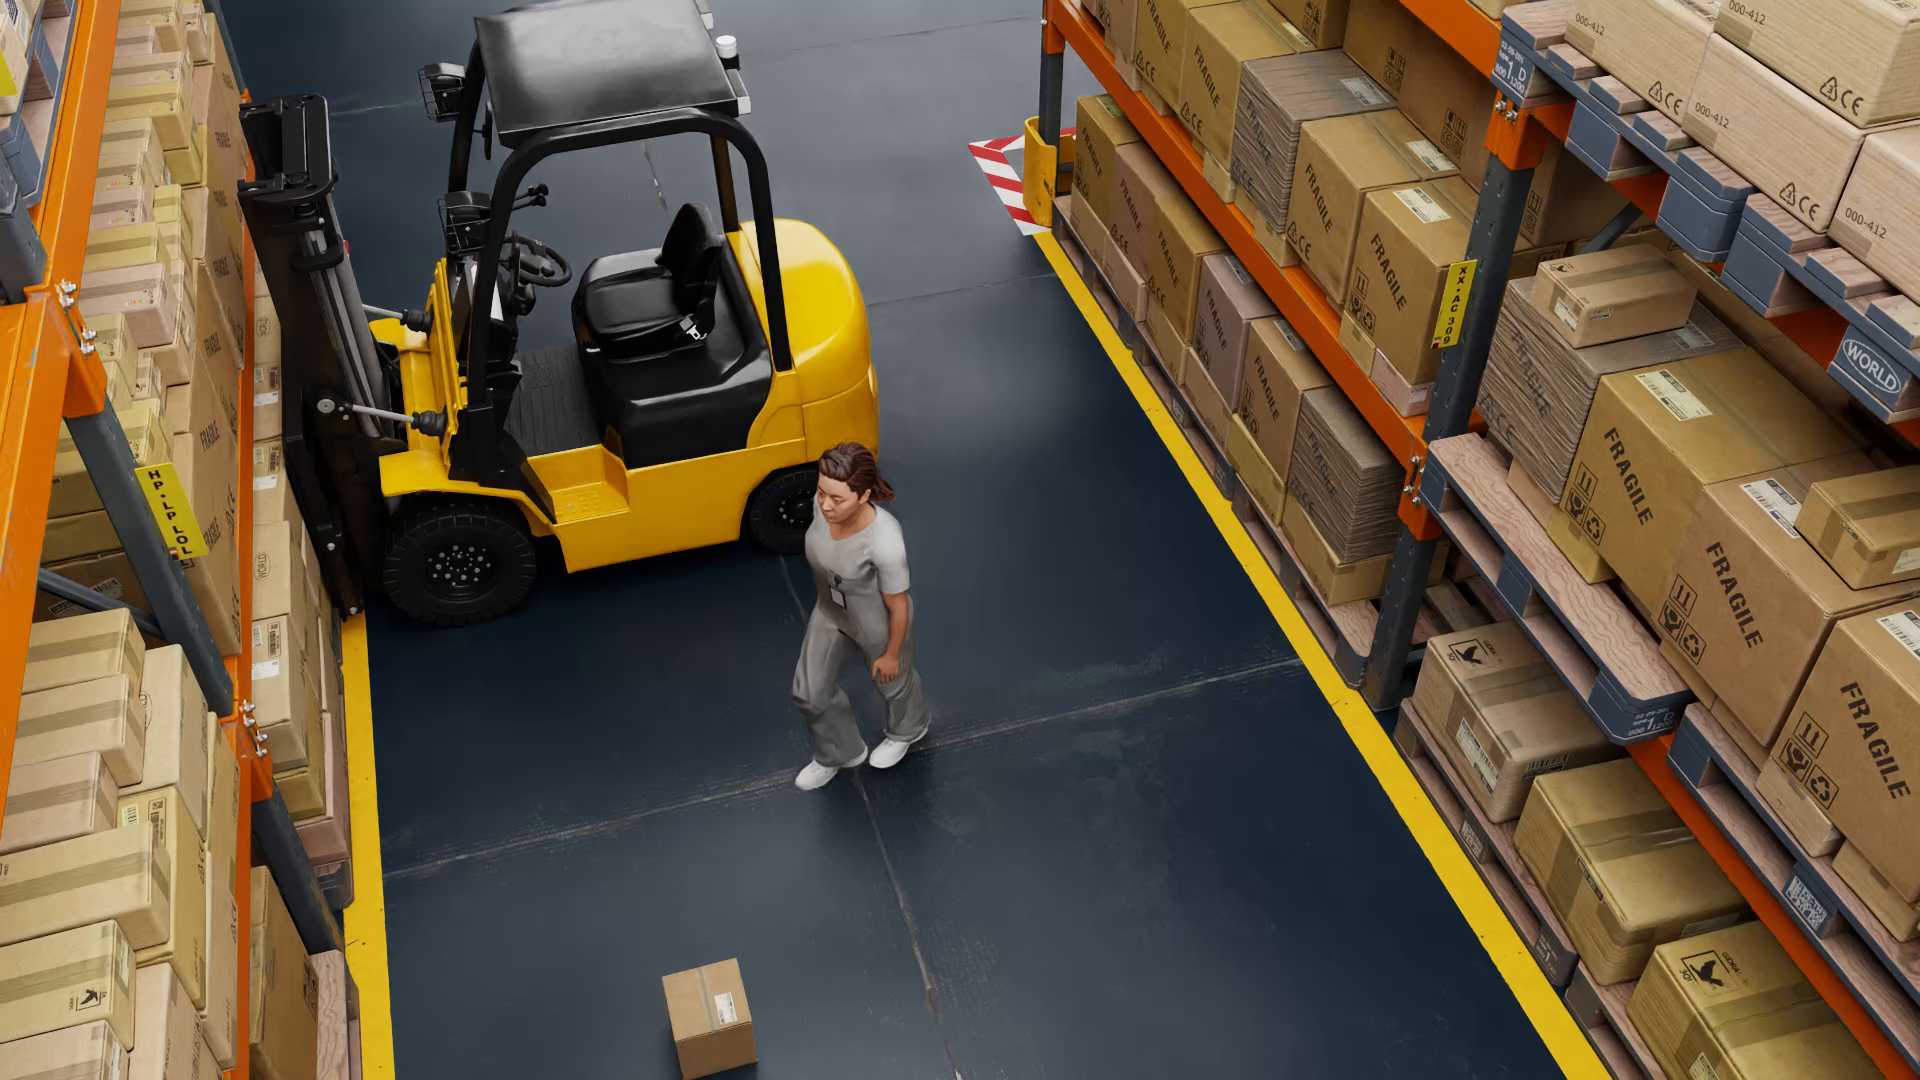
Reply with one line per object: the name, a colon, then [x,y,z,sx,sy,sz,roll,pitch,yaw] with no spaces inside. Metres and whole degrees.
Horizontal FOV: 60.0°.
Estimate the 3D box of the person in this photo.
person: [-0.305,0.280,5.866,0.472,1.689,0.540,30,50,29]
